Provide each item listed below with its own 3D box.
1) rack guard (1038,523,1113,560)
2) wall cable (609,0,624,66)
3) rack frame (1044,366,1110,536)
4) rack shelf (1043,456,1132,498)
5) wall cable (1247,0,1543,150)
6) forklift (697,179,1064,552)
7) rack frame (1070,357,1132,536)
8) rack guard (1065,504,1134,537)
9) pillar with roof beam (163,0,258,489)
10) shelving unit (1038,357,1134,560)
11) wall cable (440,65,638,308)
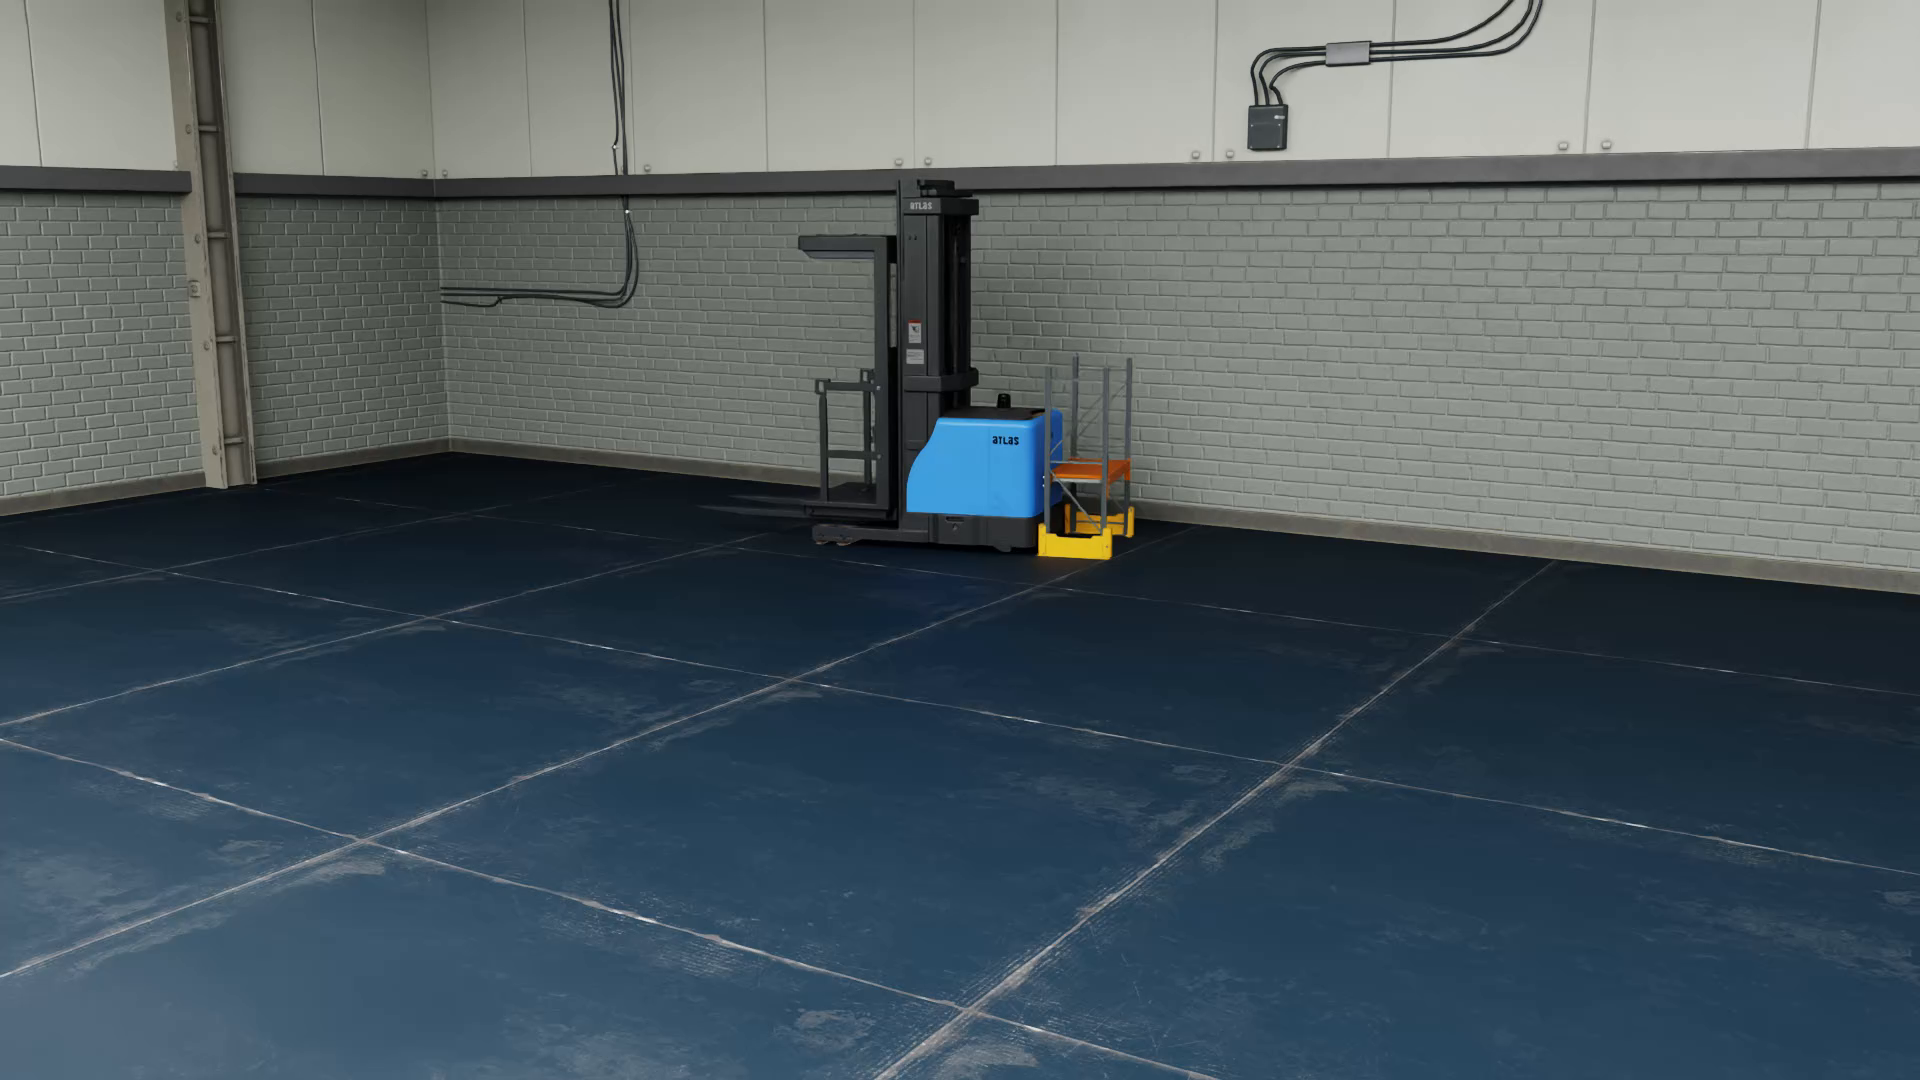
[{"bbox_3d":[0.910,0.011,13.131,0.587,0.250,0.087,3,11,15],"label":"rack guard"},{"bbox_3d":[-2.413,-6.016,16.262,3.097,2.526,0.112,6,12,31],"label":"wall cable"},{"bbox_3d":[0.909,-0.603,13.015,0.500,1.500,0.032,3,11,15],"label":"rack frame"},{"bbox_3d":[1.047,-0.516,13.529,0.538,0.185,1.000,3,11,15],"label":"rack shelf"},{"bbox_3d":[3.380,-6.080,12.651,2.305,6.003,0.169,6,12,31],"label":"wall cable"},{"bbox_3d":[-0.705,-1.479,13.803,3.031,2.935,1.130,3,11,18],"label":"forklift"},{"bbox_3d":[1.184,-0.783,13.977,0.500,1.500,0.032,3,11,15],"label":"rack frame"},{"bbox_3d":[1.179,-0.166,14.074,0.587,0.250,0.087,3,11,15],"label":"rack guard"},{"bbox_3d":[-3.706,-4.570,13.825,9.100,9.000,0.400,6,12,31],"label":"pillar with roof beam"},{"bbox_3d":[1.044,-0.692,13.487,0.587,1.500,1.083,3,11,15],"label":"shelving unit"},{"bbox_3d":[-4.726,-3.792,18.107,3.097,2.526,0.112,6,12,31],"label":"wall cable"}]
